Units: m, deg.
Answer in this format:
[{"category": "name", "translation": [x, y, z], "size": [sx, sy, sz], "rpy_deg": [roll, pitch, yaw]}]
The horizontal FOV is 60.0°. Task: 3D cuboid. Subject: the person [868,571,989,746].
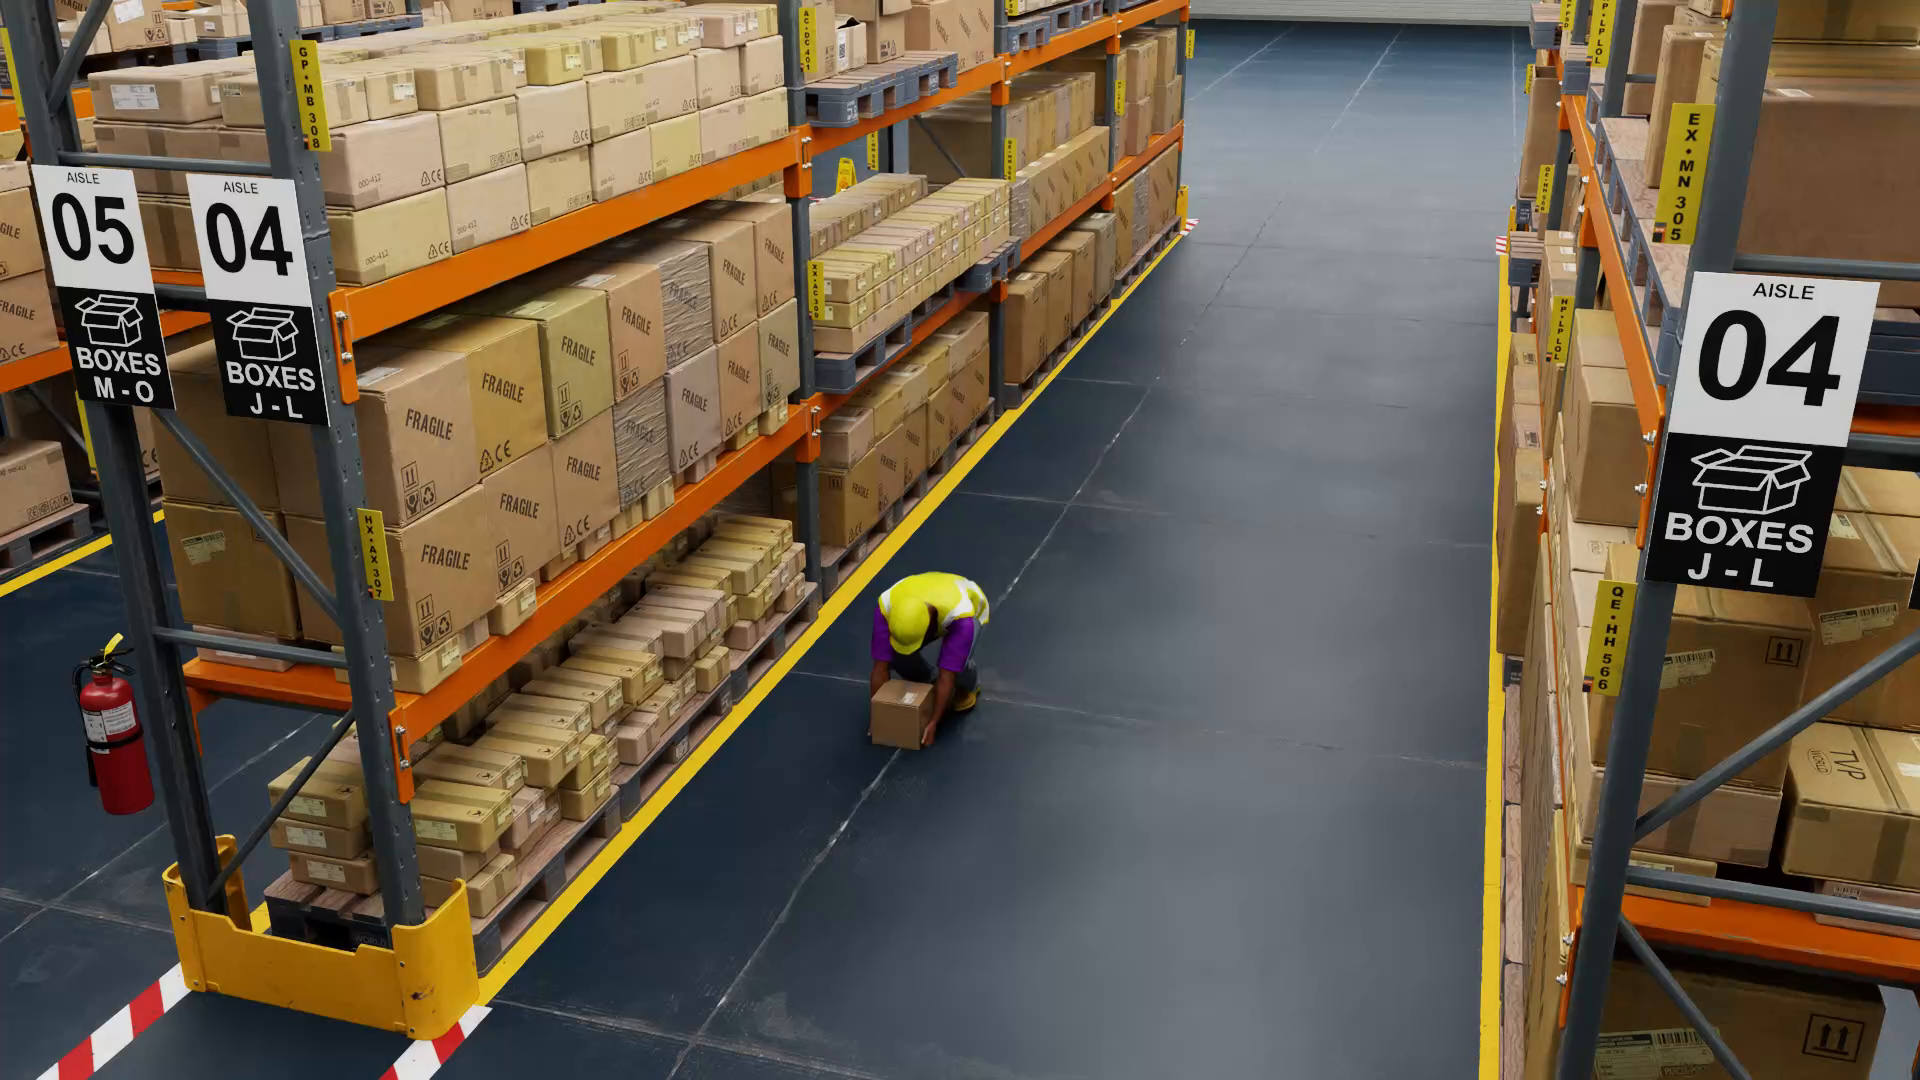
[{"category": "person", "translation": [-0.138, 0.559, 8.562], "size": [0.531, 0.874, 0.939], "rpy_deg": [9, 23, 21]}]
